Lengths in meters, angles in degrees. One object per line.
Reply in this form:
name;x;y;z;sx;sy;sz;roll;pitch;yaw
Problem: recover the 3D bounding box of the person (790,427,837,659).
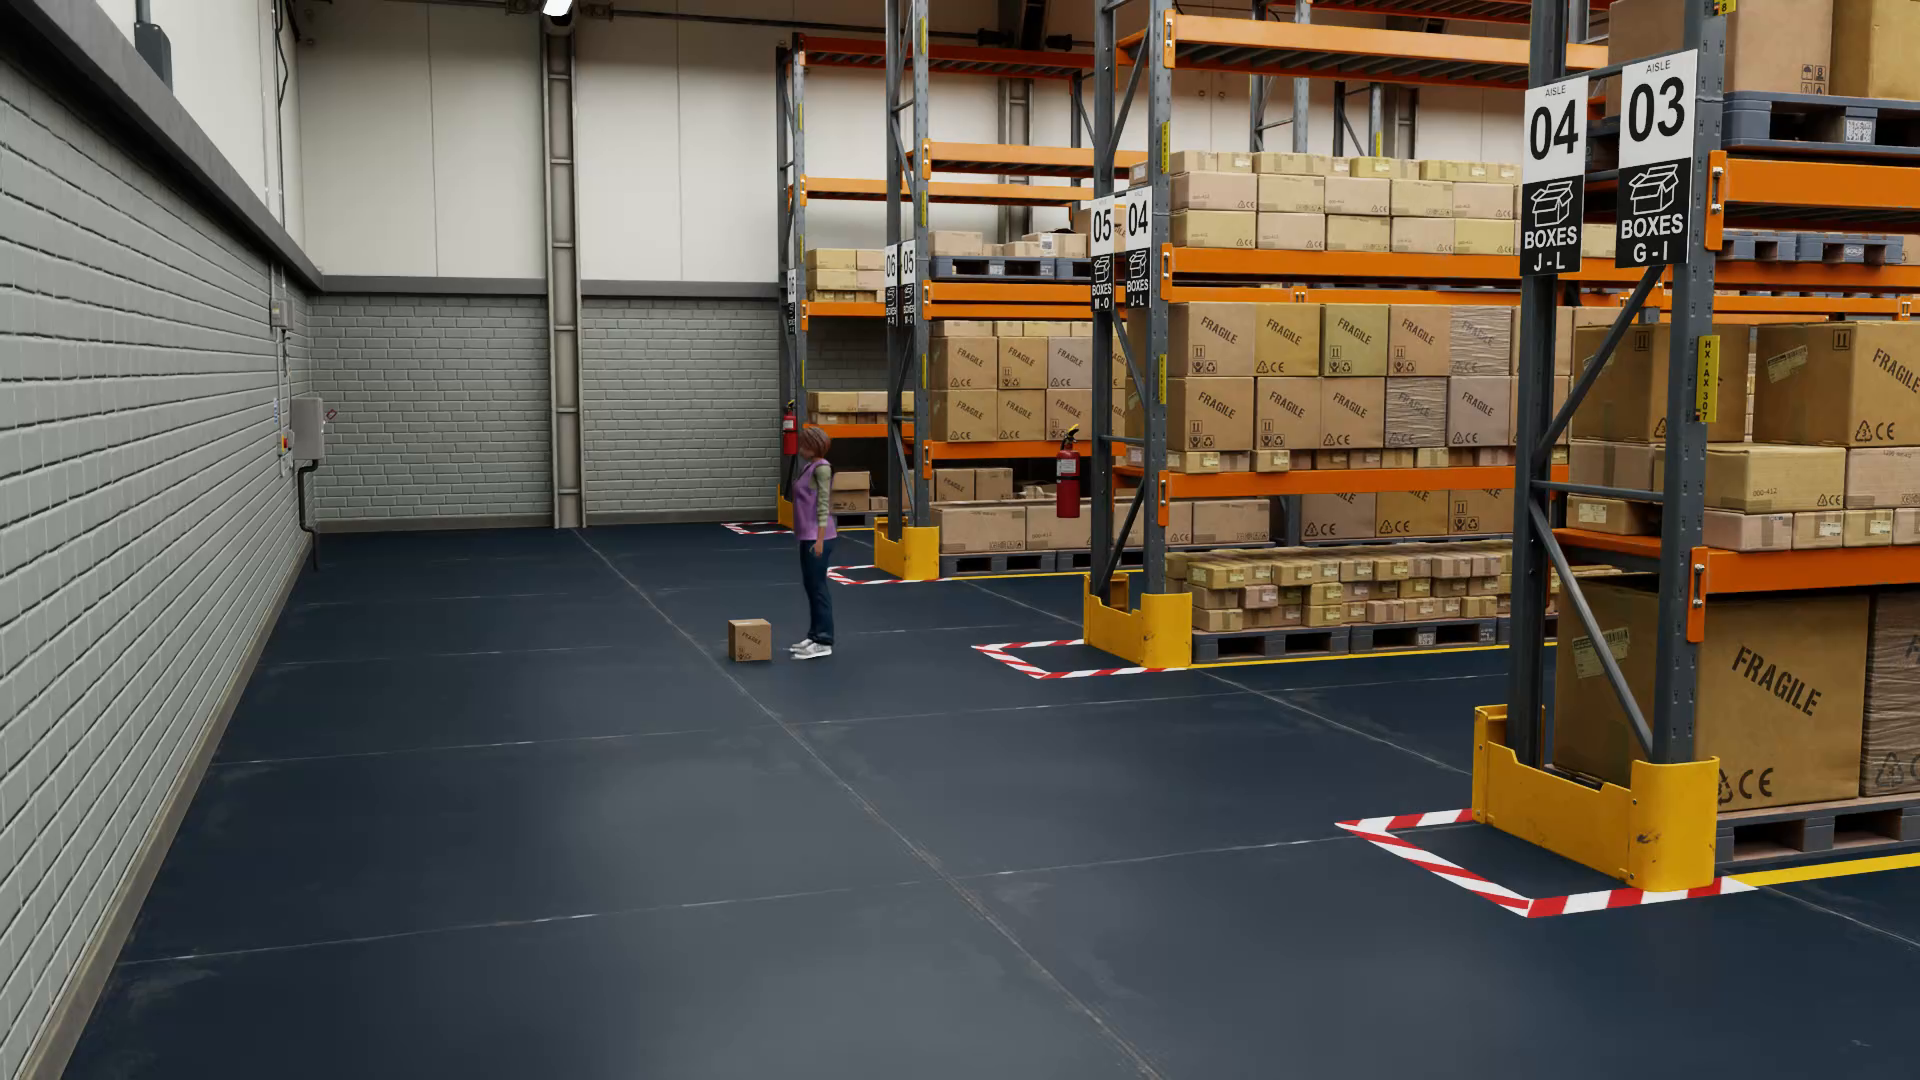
person;-1.031;0.011;11.636;0.330;1.604;0.408;-2;6;-17
